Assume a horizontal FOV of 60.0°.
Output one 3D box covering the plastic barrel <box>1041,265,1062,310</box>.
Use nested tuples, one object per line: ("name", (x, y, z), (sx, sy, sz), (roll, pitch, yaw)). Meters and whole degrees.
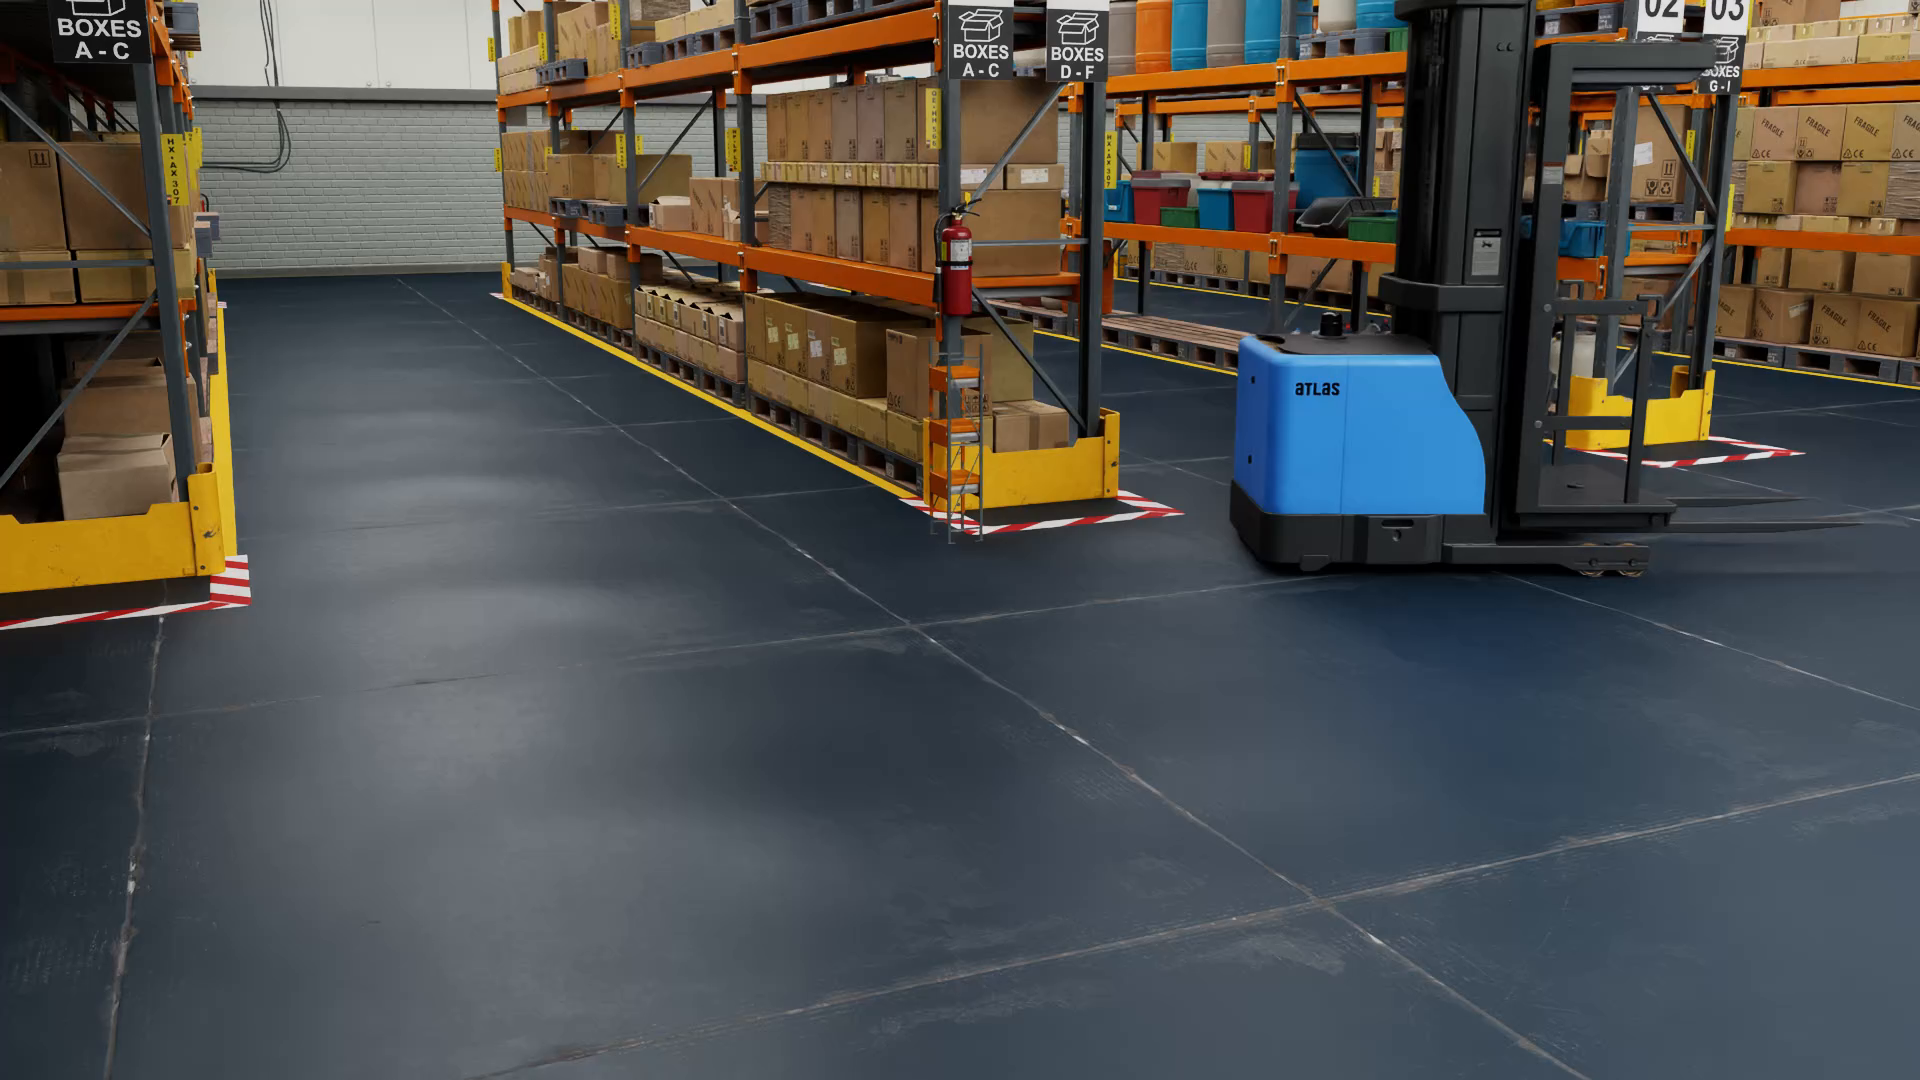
("plastic barrel", (1.175, -3.011, 19.814), (0.421, 0.512, 0.421), (0, 13, 0))

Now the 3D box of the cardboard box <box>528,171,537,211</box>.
("cardboard box", (-5.299, -4.531, 21.575), (0.500, 0.500, 0.500), (-5, 14, -22))

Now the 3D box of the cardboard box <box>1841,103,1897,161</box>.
("cardboard box", (8.395, -3.688, 15.051), (0.500, 0.500, 0.500), (-6, 14, -23))

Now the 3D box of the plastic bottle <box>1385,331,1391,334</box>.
("plastic bottle", (3.770, -1.706, 14.655), (0.152, 0.276, 0.135), (-6, 14, -23))

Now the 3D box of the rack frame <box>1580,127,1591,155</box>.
("rack frame", (12.109, -6.806, 31.624), (1.000, 3.000, 0.127), (-6, 14, -23))

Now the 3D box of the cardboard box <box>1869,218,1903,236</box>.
("cardboard box", (8.437, -2.823, 14.974), (0.380, 0.149, 0.250), (-6, 14, -23))

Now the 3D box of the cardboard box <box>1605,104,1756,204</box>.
("cardboard box", (7.645, -4.105, 17.693), (1.000, 1.000, 1.000), (-6, 14, -23))

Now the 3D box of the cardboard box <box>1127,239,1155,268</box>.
("cardboard box", (3.358, -4.955, 27.408), (0.875, 0.875, 0.875), (-6, 14, -23))

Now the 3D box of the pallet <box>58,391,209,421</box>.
("pallet", (-6.094, -0.892, 12.254), (1.003, 0.211, 1.213), (-6, 14, -23))

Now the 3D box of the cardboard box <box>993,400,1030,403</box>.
("cardboard box", (0.145, -0.810, 10.884), (0.500, 0.250, 0.500), (-6, 14, -23))

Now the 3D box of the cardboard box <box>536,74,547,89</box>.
("cardboard box", (-4.886, -5.655, 20.332), (0.500, 0.250, 0.500), (-6, 14, -23))

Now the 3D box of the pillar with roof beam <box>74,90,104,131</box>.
("pillar with roof beam", (-8.517, -8.360, 25.033), (9.100, 9.000, 0.400), (-6, 14, -23))

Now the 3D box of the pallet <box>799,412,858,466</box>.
("pallet", (-0.470, -0.759, 11.679), (1.003, 0.211, 1.213), (-6, 14, -23))

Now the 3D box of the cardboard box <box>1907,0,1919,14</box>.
("cardboard box", (8.585, -4.801, 14.319), (0.500, 0.500, 0.500), (-6, 14, -23))

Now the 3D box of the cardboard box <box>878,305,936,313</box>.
("cardboard box", (-0.250, -1.383, 11.694), (0.500, 0.500, 0.500), (-6, 14, -23))

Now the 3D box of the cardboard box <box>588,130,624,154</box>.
("cardboard box", (-4.379, -4.849, 20.729), (0.500, 0.500, 0.500), (-5, 14, -21))

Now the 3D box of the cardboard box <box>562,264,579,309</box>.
("cardboard box", (-4.477, -3.065, 20.028), (0.500, 0.500, 0.500), (-6, 14, -26))

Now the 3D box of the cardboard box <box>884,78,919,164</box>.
("cardboard box", (-0.053, -2.609, 10.390), (0.700, 0.500, 0.500), (-6, 14, -24))

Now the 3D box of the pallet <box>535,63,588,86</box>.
("pallet", (-4.251, -5.419, 19.396), (1.213, 0.211, 1.003), (-6, 14, -23))

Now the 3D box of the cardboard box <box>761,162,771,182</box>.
("cardboard box", (-1.313, -2.829, 12.782), (0.380, 0.149, 0.250), (-6, 14, -23))

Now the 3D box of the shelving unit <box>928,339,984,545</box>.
("shelving unit", (-0.021, -0.523, 8.799), (0.215, 1.050, 0.252), (-6, 14, -23))

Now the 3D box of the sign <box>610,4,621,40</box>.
("sign", (-3.343, -5.029, 16.146), (0.100, 0.325, 0.005), (-6, 14, -23))

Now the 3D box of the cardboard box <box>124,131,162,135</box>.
("cardboard box", (-7.340, -3.608, 15.216), (0.500, 0.250, 0.500), (-5, 14, -22))

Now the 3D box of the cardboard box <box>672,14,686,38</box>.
("cardboard box", (-2.385, -4.762, 15.540), (0.500, 0.250, 0.500), (-5, 14, -21))

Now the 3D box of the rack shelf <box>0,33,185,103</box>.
("rack shelf", (-6.582, -3.613, 12.773), (1.077, 0.370, 4.000), (-6, 14, -23))

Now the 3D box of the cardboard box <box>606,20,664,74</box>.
("cardboard box", (-3.051, -4.961, 16.779), (0.910, 0.500, 0.500), (-6, 14, -23))

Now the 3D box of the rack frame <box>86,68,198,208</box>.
("rack frame", (-8.985, -3.742, 18.386), (1.000, 3.000, 0.127), (-6, 14, -23))

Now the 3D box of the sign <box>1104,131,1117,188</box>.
("sign", (0.870, -2.220, 9.716), (0.100, 0.325, 0.005), (-6, 14, -23))

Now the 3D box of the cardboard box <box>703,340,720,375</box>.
("cardboard box", (-1.876, -1.567, 14.153), (0.500, 0.250, 0.500), (-6, 14, -24))

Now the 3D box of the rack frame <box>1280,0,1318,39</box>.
("rack frame", (3.297, -5.907, 14.435), (1.000, 3.000, 0.127), (-6, 14, -23))

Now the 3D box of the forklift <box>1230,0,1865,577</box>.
("forklift", (2.977, -1.367, 8.276), (3.031, 2.935, 1.130), (0, 13, -1))

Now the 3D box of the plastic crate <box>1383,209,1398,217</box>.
("plastic crate", (3.989, -2.708, 14.246), (0.499, 0.251, 0.616), (-6, 14, -23))

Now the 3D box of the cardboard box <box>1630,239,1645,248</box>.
("cardboard box", (9.902, -4.365, 24.025), (0.500, 0.250, 0.500), (-5, 14, -22))

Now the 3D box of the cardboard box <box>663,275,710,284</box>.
("cardboard box", (-2.981, -2.588, 17.967), (0.500, 0.500, 0.500), (-6, 14, -25))

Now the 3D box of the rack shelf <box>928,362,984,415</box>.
("rack shelf", (-0.021, -0.789, 8.737), (0.215, 0.259, 0.240), (-6, 14, -23))

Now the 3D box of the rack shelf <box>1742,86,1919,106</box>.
("rack shelf", (11.619, -5.383, 20.418), (1.077, 0.370, 4.000), (-6, 14, -23))

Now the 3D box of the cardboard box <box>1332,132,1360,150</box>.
("cardboard box", (5.422, -5.221, 22.328), (0.797, 0.503, 0.637), (-5, 14, -21))

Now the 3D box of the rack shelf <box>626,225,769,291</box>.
("rack shelf", (-2.044, -2.600, 15.048), (1.077, 0.370, 4.000), (-6, 14, -23))

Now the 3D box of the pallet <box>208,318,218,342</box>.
("pallet", (-8.607, -2.231, 18.041), (1.003, 0.211, 1.213), (-6, 14, -23))

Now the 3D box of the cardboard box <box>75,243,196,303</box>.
("cardboard box", (-4.083, -1.329, 8.248), (0.500, 0.250, 0.500), (-6, 14, -25))

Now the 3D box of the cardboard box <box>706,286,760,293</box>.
("cardboard box", (-2.196, -2.309, 16.119), (0.500, 0.311, 0.500), (-6, 14, -24))

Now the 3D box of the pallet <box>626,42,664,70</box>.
("pallet", (-2.492, -4.601, 15.864), (1.213, 0.211, 1.003), (-5, 14, -20))

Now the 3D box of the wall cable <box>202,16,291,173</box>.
("wall cable", (-12.525, -7.179, 26.819), (3.097, 2.526, 0.112), (-6, 14, -23))

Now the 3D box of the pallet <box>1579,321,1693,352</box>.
("pallet", (7.522, -2.234, 18.053), (1.003, 0.211, 1.213), (-6, 14, -23))

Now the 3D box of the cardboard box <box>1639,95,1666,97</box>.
("cardboard box", (9.948, -6.496, 23.411), (0.500, 0.500, 0.500), (-6, 14, -23))

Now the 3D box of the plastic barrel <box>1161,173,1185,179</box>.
("plastic barrel", (2.303, -3.672, 17.834), (0.421, 0.512, 0.421), (0, 13, 0))

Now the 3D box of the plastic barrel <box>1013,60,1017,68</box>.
("plastic barrel", (0.916, -6.208, 20.347), (0.600, 0.901, 0.708), (-6, 14, -23))

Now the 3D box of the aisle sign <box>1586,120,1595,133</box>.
("aisle sign", (11.814, -8.061, 31.282), (0.394, 0.787, 0.004), (-6, 14, -23))

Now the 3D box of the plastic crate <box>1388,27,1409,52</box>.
("plastic crate", (3.680, -3.992, 13.282), (0.336, 0.188, 0.450), (-6, 14, -23))

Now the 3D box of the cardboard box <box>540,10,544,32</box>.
("cardboard box", (-4.954, -6.503, 21.225), (0.700, 0.500, 0.500), (-6, 14, -23))

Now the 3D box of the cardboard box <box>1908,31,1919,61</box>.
("cardboard box", (8.612, -4.280, 14.389), (0.500, 0.250, 0.500), (-5, 14, -22))

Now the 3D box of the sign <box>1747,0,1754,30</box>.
("sign", (5.405, -3.672, 11.412), (0.100, 0.325, 0.005), (-6, 14, -23))

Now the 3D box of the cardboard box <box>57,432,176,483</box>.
("cardboard box", (-4.601, -0.436, 9.089), (0.500, 0.311, 0.500), (-4, 14, -18))

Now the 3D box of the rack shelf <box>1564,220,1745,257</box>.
("rack shelf", (7.034, -3.494, 18.911), (1.077, 0.370, 4.000), (-6, 14, -23))

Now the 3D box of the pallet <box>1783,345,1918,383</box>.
("pallet", (8.629, -1.685, 15.682), (1.003, 0.211, 1.213), (-6, 14, -23))

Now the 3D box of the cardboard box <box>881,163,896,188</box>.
("cardboard box", (-0.276, -2.297, 10.480), (0.380, 0.149, 0.250), (-5, 14, -22))

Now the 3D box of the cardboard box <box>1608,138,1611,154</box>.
("cardboard box", (12.253, -7.111, 30.501), (0.500, 0.500, 0.500), (-6, 14, -24))
